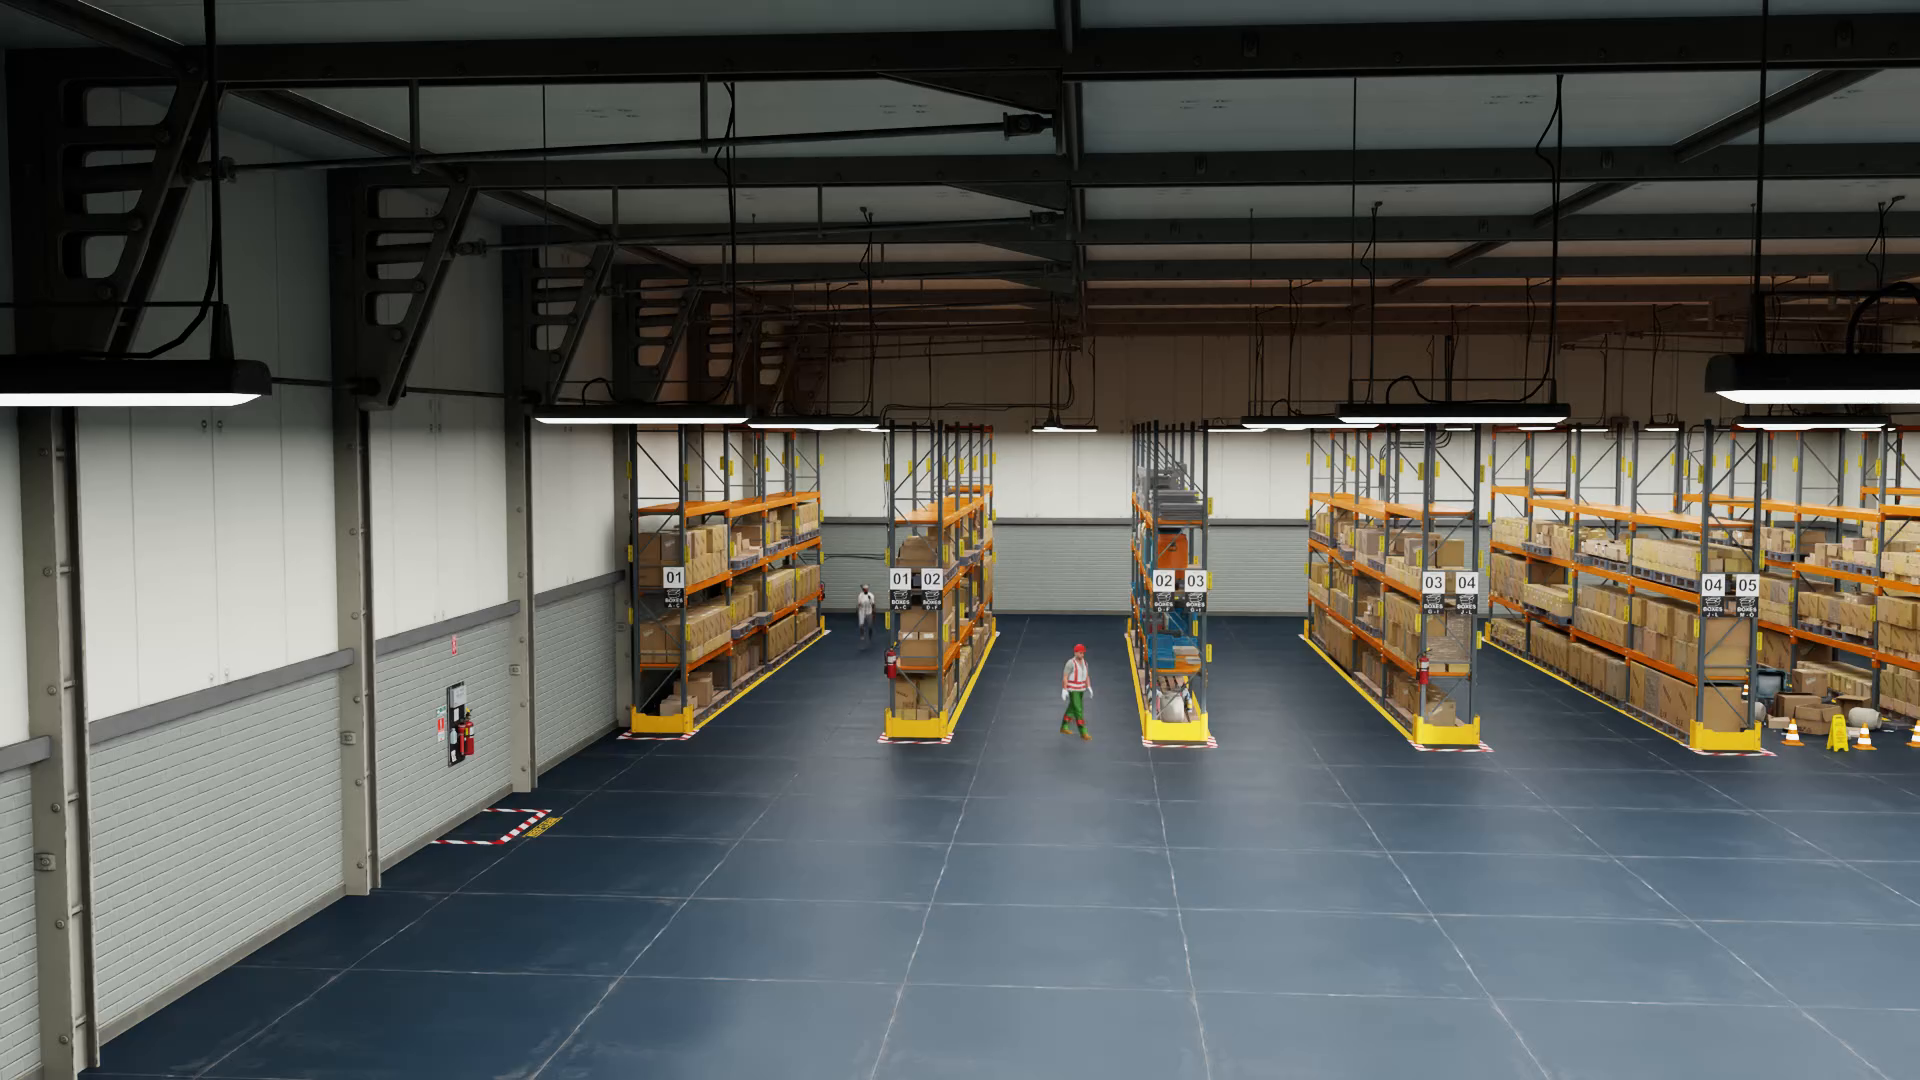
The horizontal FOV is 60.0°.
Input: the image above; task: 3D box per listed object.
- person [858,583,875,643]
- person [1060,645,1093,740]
[{"bbox_3d":[-2.489,1.961,44.269,0.458,1.650,0.862,0,4,2],"label":"person"},{"bbox_3d":[2.240,2.838,31.351,0.941,1.741,0.562,3,5,40],"label":"person"}]
